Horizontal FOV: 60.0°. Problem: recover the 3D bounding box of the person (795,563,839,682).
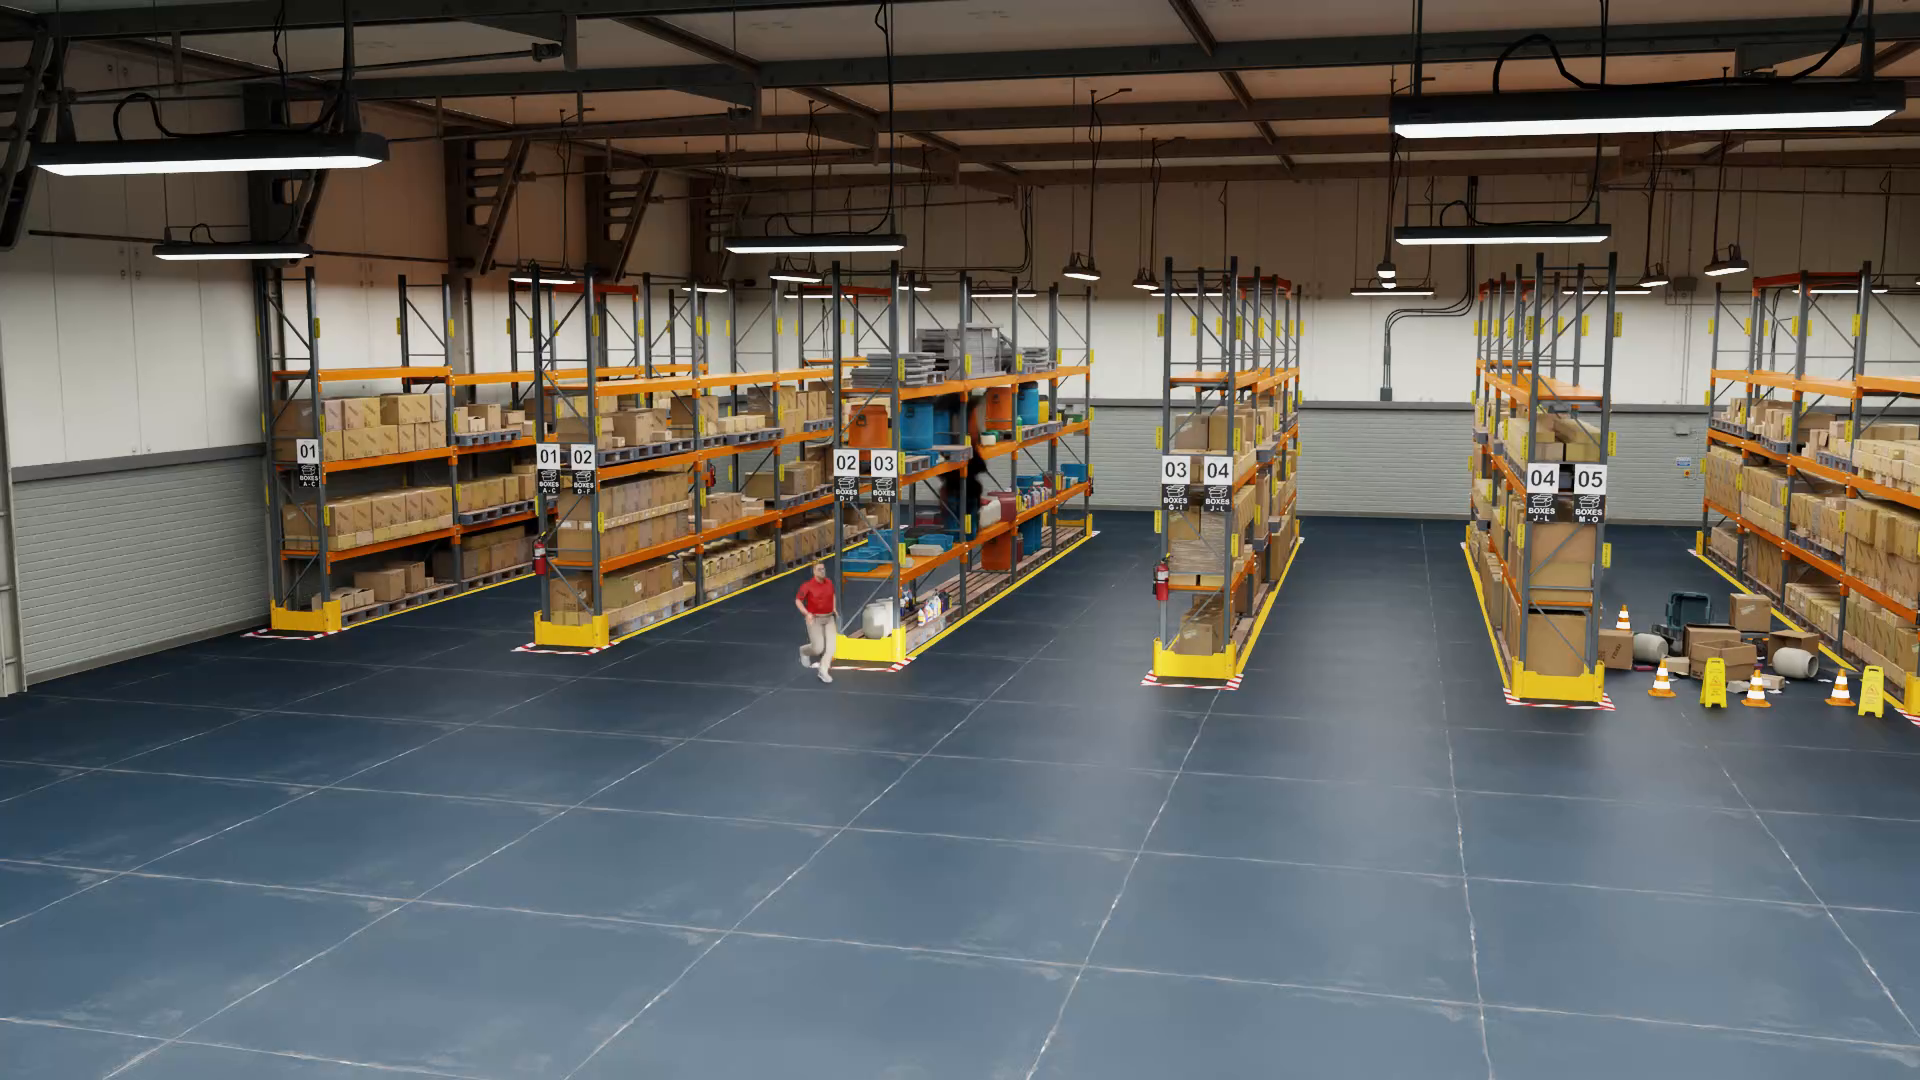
[{"bbox_3d":[-2.037,1.162,23.877,0.678,1.699,0.674,-5,9,-36],"label":"person"}]
